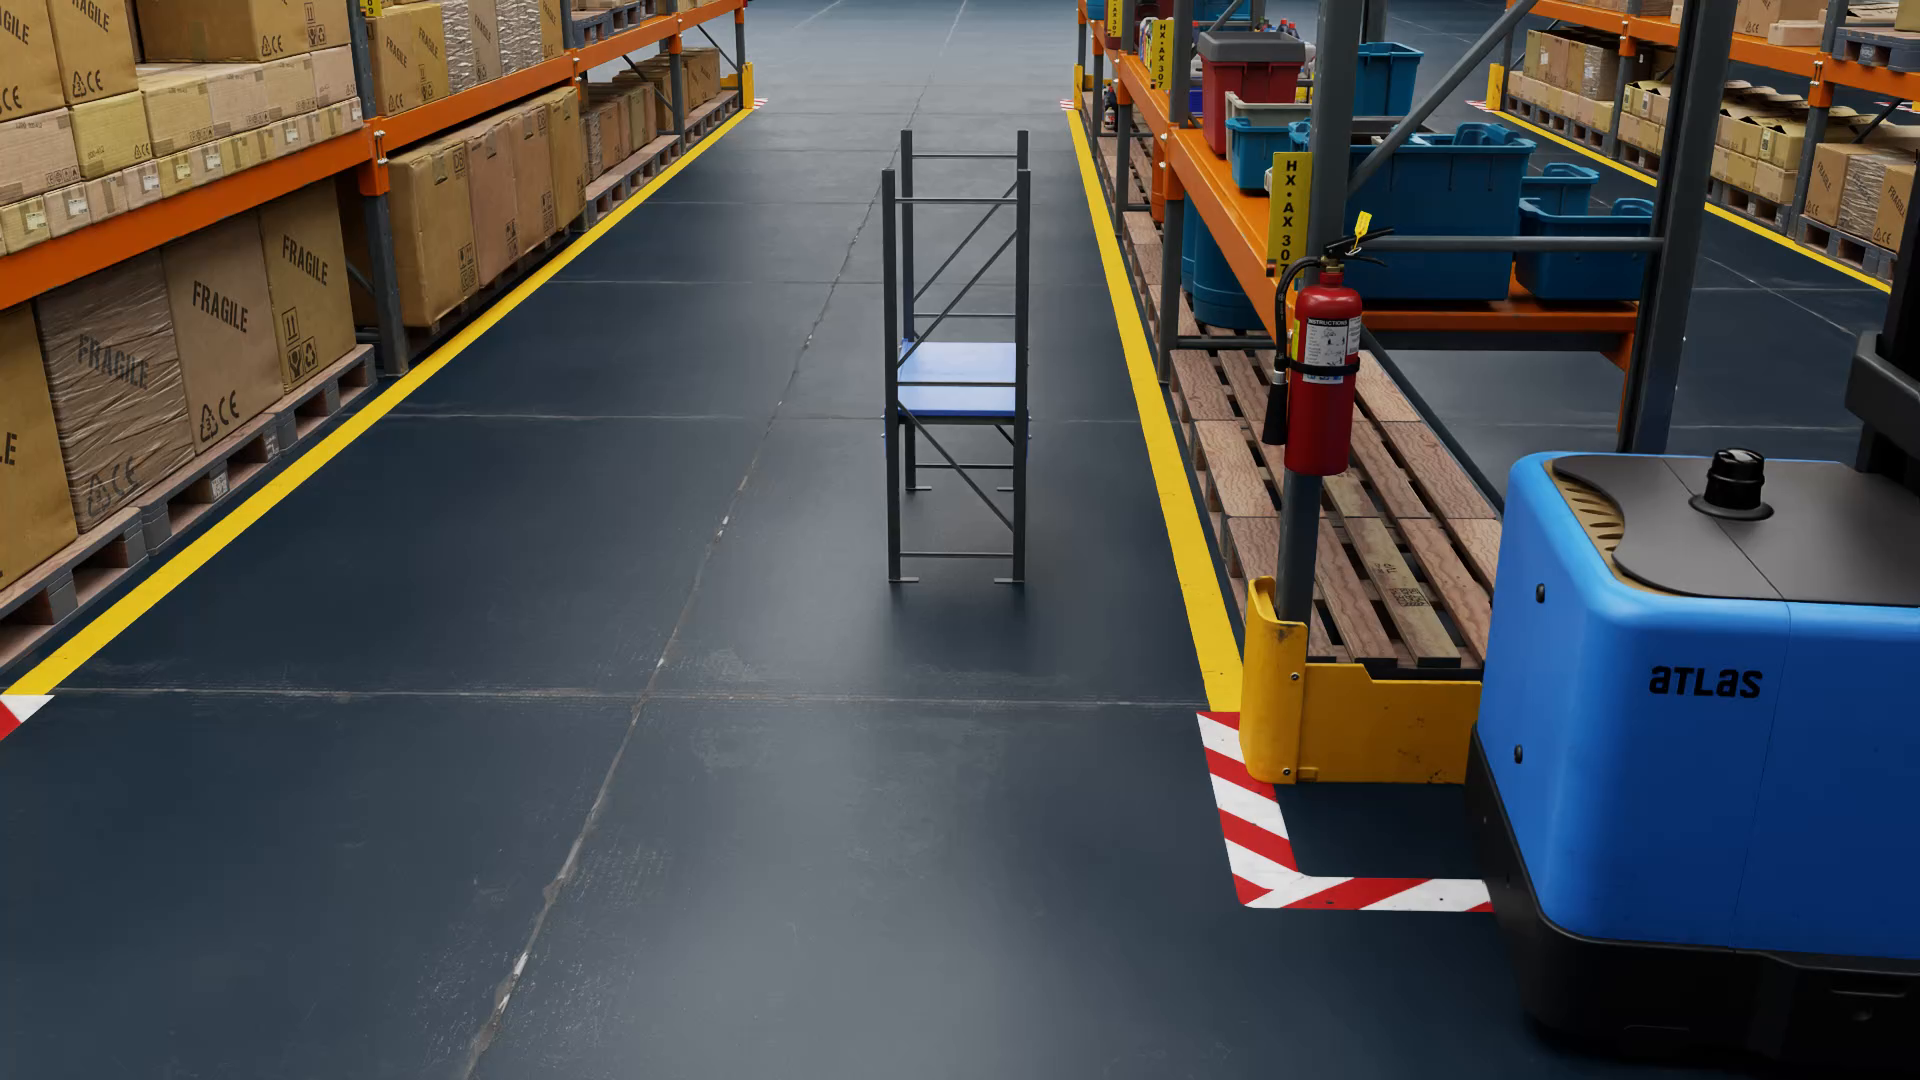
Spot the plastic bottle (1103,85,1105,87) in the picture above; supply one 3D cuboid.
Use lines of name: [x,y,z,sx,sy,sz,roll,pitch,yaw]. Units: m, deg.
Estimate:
plastic bottle: [1.514,-4.675,17.594,0.097,0.271,0.097,0,21,0]

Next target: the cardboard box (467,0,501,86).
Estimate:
cardboard box: [-3.117,-3.029,10.051,0.500,0.500,0.500,1,21,3]

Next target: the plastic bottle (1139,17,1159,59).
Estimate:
plastic bottle: [1.315,-3.450,11.447,0.152,0.276,0.135,1,21,2]

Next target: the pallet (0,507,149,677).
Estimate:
pallet: [-3.597,0.187,5.756,1.003,0.211,1.213,1,21,2]

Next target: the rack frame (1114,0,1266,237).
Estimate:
rack frame: [1.651,-3.661,11.818,1.000,3.000,0.127,1,21,2]

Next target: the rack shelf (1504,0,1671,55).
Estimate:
rack shelf: [6.784,-5.439,17.395,1.077,0.370,4.000,1,21,2]

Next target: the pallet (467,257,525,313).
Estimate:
pallet: [-3.439,-1.692,10.597,1.003,0.211,1.213,1,21,2]

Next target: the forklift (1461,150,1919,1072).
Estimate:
forklift: [2.802,-0.359,3.403,3.031,2.935,1.130,2,21,6]

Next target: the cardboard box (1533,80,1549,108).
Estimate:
cardboard box: [6.579,-4.859,18.125,0.500,0.250,0.500,1,21,2]

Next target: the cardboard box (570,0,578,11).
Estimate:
cardboard box: [-3.406,-4.357,12.892,0.700,0.500,0.500,4,22,10]

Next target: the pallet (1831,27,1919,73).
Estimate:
pallet: [6.651,-3.270,11.075,1.213,0.211,1.003,1,21,2]

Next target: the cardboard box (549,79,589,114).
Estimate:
cardboard box: [-3.303,-3.540,13.315,0.500,0.250,0.500,3,21,8]

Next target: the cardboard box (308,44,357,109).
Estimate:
cardboard box: [-3.173,-2.176,7.786,0.500,0.250,0.500,0,21,1]

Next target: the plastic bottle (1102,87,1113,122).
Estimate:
plastic bottle: [1.510,-4.383,16.732,0.144,0.351,0.185,0,21,-1]

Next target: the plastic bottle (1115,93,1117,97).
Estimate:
plastic bottle: [1.623,-4.477,17.066,0.061,0.283,0.133,1,21,2]

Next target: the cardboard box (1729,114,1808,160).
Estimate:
cardboard box: [6.381,-3.161,12.974,0.500,0.311,0.500,0,21,1]

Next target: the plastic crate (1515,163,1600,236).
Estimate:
plastic crate: [1.764,-1.042,5.217,0.416,0.233,0.300,1,21,2]

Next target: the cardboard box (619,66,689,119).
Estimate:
cardboard box: [-3.116,-4.544,16.968,0.500,0.500,0.500,8,22,19]

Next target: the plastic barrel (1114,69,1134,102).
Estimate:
plastic barrel: [1.935,-5.170,18.564,0.421,0.512,0.421,0,21,0]

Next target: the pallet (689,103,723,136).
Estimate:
pallet: [-3.159,-4.547,17.957,1.003,0.211,1.213,1,21,2]

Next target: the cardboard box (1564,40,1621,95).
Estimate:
cardboard box: [6.557,-4.847,17.057,0.500,0.500,0.500,1,21,2]

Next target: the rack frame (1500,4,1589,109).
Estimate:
rack frame: [6.845,-6.498,19.129,1.000,3.000,0.127,1,21,2]

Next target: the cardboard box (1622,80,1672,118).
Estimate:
cardboard box: [6.462,-4.080,15.344,0.500,0.311,0.500,1,21,2]

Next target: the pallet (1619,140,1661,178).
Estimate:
pallet: [6.740,-3.485,15.218,1.003,0.211,1.213,1,21,2]

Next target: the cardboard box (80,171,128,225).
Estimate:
cardboard box: [-3.173,-1.202,5.828,0.380,0.149,0.250,0,21,1]

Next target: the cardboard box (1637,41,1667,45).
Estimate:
cardboard box: [7.081,-4.841,17.042,0.500,0.500,0.500,1,21,2]

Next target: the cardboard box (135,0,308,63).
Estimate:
cardboard box: [-3.188,-2.338,7.166,0.500,0.500,0.500,1,21,2]

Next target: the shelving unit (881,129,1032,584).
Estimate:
shelving unit: [0.003,-0.730,6.337,0.538,1.500,1.048,1,21,2]

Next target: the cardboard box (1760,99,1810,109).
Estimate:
cardboard box: [6.952,-3.527,13.918,0.500,0.311,0.500,0,21,1]

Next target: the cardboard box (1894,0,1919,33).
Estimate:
cardboard box: [6.695,-3.619,10.990,0.700,0.500,0.500,-7,22,-16]

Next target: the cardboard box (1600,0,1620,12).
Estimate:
cardboard box: [6.740,-5.450,16.289,0.700,0.500,0.500,0,21,1]

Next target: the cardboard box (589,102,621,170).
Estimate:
cardboard box: [-3.285,-3.404,14.002,0.700,0.500,0.500,2,21,6]

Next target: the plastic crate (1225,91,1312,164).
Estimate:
plastic crate: [1.299,-1.638,6.684,0.437,0.282,0.530,1,21,2]

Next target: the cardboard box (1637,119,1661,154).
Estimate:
cardboard box: [6.447,-3.638,14.978,0.500,0.250,0.500,1,21,3]

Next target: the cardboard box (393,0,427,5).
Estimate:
cardboard box: [-3.378,-3.263,9.266,0.797,0.503,0.637,1,21,2]

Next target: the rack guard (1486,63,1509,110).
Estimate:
rack guard: [6.846,-5.341,19.604,1.175,0.500,0.348,1,21,2]

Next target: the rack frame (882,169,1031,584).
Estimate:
rack frame: [-0.013,-0.546,5.863,0.500,1.500,0.032,1,21,2]

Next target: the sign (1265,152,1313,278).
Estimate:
sign: [0.857,-0.845,4.334,0.100,0.325,0.005,1,21,2]

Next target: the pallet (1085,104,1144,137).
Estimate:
pallet: [1.869,-4.492,17.814,1.003,0.211,1.213,1,21,2]

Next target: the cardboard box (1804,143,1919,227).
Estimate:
cardboard box: [6.302,-2.484,11.631,0.500,0.500,0.500,2,21,4]

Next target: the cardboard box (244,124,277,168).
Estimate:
cardboard box: [-3.134,-1.666,7.024,0.380,0.149,0.250,1,21,3]

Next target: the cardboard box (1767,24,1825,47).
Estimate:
cardboard box: [6.353,-3.816,12.566,0.380,0.149,0.250,1,21,2]

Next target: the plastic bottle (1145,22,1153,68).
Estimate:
plastic bottle: [1.251,-3.239,10.890,0.061,0.283,0.133,1,21,2]

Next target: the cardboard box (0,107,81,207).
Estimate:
cardboard box: [-3.250,-1.251,5.401,0.500,0.250,0.500,0,21,1]

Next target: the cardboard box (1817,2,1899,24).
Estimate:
cardboard box: [6.823,-3.885,12.518,0.500,0.311,0.500,0,21,1]

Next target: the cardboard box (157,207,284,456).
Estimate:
cardboard box: [-3.549,-0.912,7.088,0.875,0.875,0.875,1,21,2]

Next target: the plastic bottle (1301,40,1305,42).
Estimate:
plastic bottle: [1.990,-2.778,9.721,0.097,0.271,0.097,0,21,0]

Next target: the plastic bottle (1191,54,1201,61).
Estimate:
plastic bottle: [1.229,-2.435,8.830,0.152,0.276,0.135,1,21,2]

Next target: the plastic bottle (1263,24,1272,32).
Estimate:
plastic bottle: [2.030,-3.255,10.949,0.097,0.271,0.097,0,21,0]

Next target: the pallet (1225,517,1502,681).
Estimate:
pallet: [1.471,0.234,5.635,1.003,0.211,1.213,1,21,2]

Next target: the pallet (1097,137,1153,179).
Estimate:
pallet: [1.787,-3.523,15.317,1.003,0.211,1.213,1,21,2]

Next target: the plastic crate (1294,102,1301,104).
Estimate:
plastic crate: [1.372,-1.953,7.698,0.396,0.136,0.243,1,21,2]

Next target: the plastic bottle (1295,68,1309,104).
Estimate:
plastic bottle: [1.810,-2.412,8.874,0.097,0.201,0.097,0,21,0]

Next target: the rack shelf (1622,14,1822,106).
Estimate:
rack shelf: [6.663,-3.993,13.668,1.077,0.370,4.000,1,21,2]

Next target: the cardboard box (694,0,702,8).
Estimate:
cardboard box: [-2.824,-5.481,16.855,0.380,0.149,0.250,1,21,2]
